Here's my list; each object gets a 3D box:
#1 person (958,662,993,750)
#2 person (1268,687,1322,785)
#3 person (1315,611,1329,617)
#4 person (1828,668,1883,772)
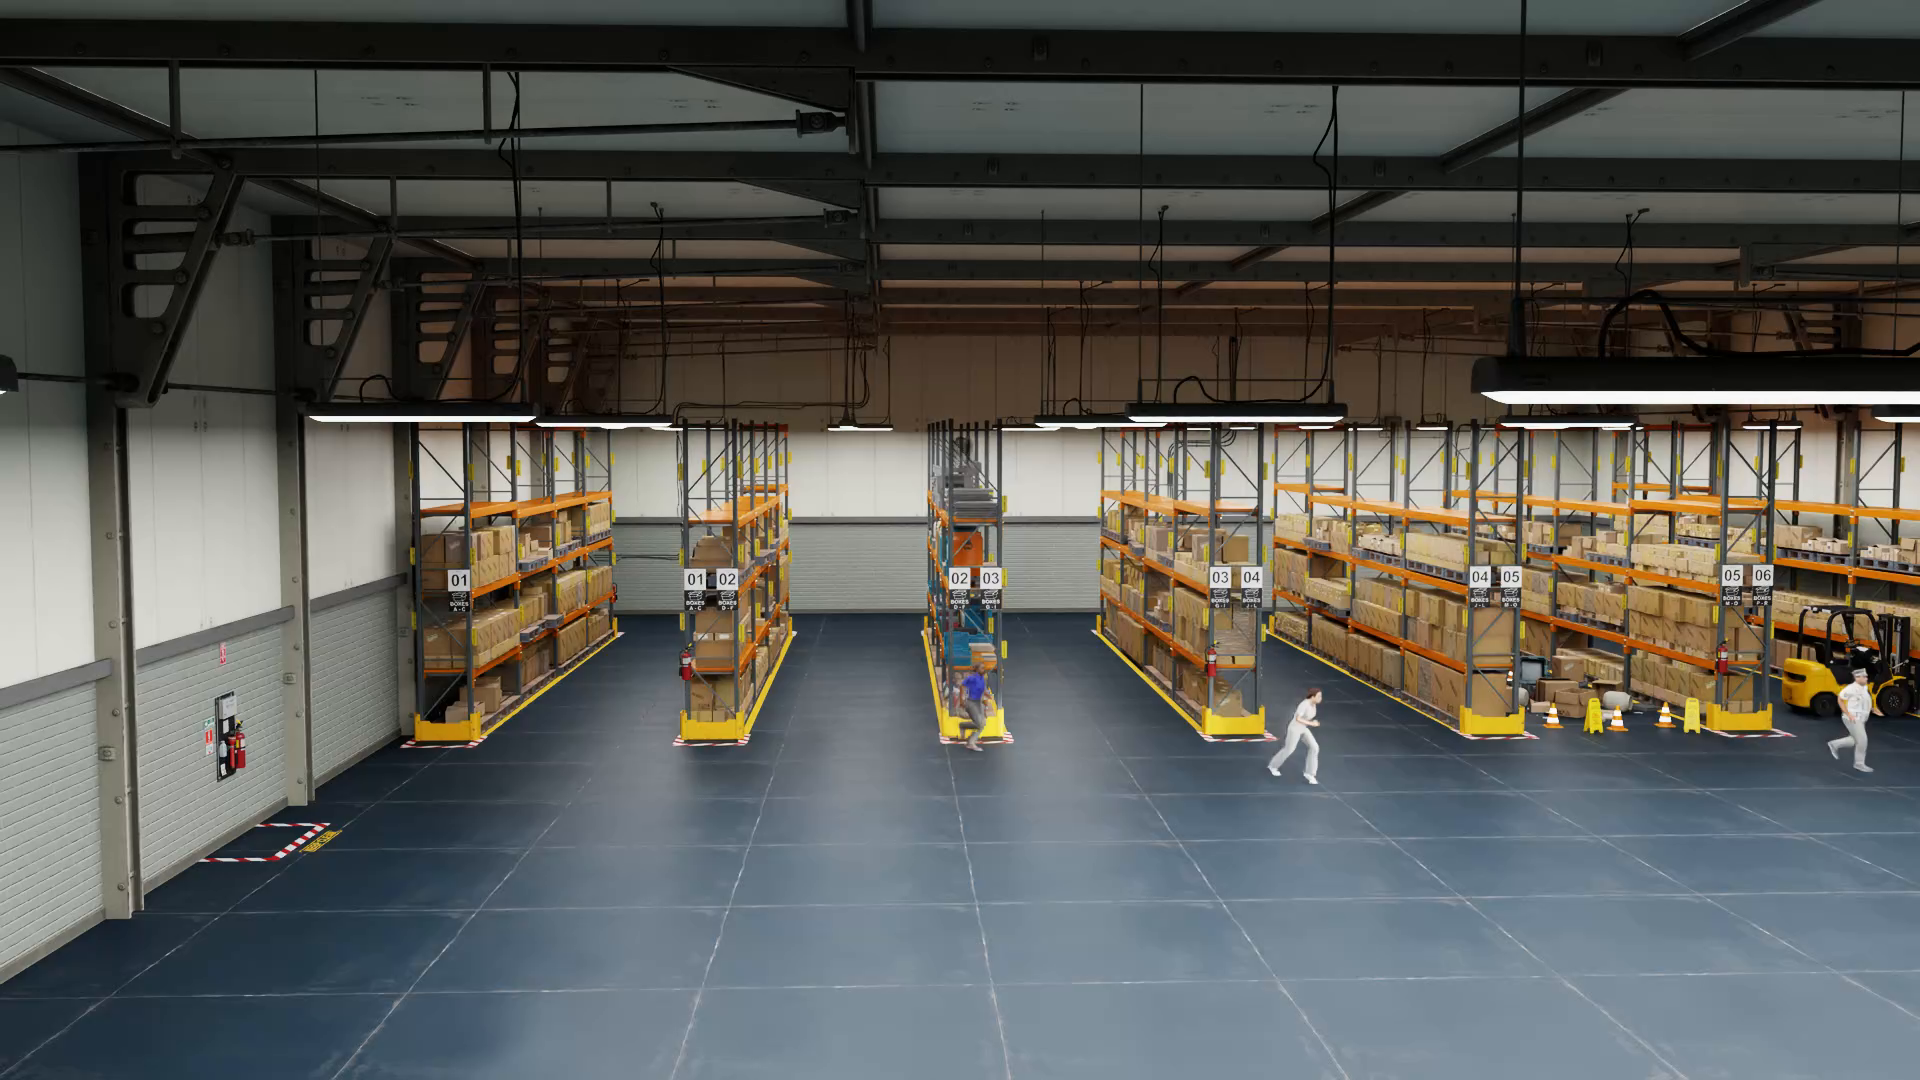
[{"bbox_3d":[0.276,3.012,30.120,0.651,1.607,0.614,2,4,34],"label":"person"},{"bbox_3d":[5.519,3.201,27.400,0.952,1.624,0.606,3,5,37],"label":"person"},{"bbox_3d":[10.797,1.673,49.454,0.722,1.757,0.682,-2,4,-24],"label":"person"},{"bbox_3d":[15.239,3.041,28.438,0.646,1.749,0.849,-3,4,-35],"label":"person"}]
